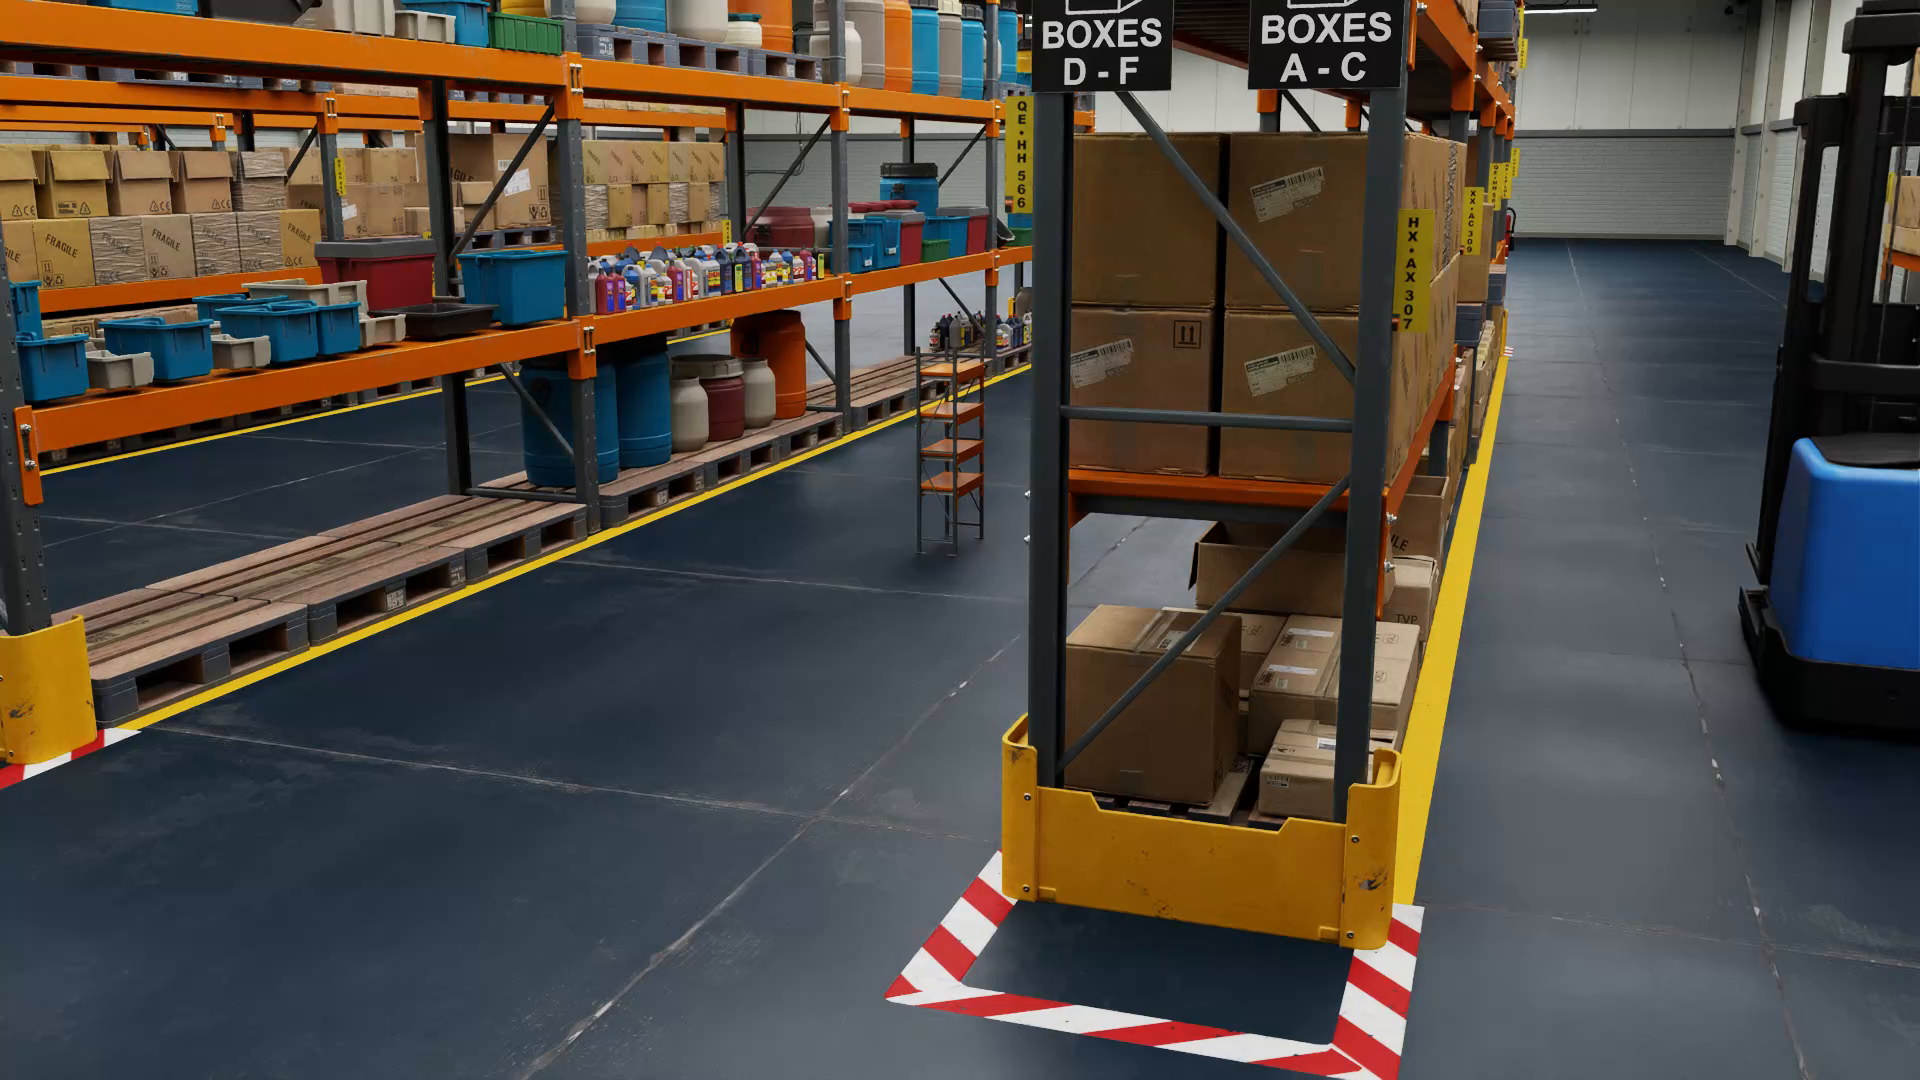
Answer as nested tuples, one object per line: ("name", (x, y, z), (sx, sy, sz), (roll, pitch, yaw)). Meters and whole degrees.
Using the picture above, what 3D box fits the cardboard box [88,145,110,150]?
("cardboard box", (-13.006, -5.585, 24.575), (0.700, 0.500, 0.500), (4, 14, 19))

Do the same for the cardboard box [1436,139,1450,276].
("cardboard box", (1.581, -1.270, 6.338), (0.500, 0.500, 0.500), (4, 14, 18))

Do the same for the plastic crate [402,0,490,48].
("plastic crate", (-2.688, -2.702, 8.721), (0.416, 0.233, 0.300), (4, 14, 18))

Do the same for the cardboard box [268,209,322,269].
("cardboard box", (-6.013, -2.662, 14.685), (0.500, 0.500, 0.500), (5, 14, 20))

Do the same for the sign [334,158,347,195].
("sign", (-5.561, -3.260, 14.929), (0.100, 0.325, 0.005), (4, 14, 18))

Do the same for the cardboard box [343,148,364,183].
("cardboard box", (-8.717, -5.091, 22.790), (0.875, 0.550, 0.550), (4, 14, 18))

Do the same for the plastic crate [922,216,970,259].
("plastic crate", (-0.169, -2.958, 16.243), (0.392, 0.384, 0.575), (4, 14, 18))

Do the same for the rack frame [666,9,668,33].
("rack frame", (-3.499, -7.344, 21.942), (1.000, 3.000, 0.127), (4, 14, 18))

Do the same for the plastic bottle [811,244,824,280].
("plastic bottle", (-1.128, -2.206, 13.172), (0.061, 0.283, 0.133), (4, 14, 18))

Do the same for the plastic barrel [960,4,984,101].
("plastic barrel", (-0.066, -4.805, 16.430), (0.600, 0.901, 0.708), (4, 14, 18))

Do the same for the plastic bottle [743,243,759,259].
("plastic bottle", (-1.703, -2.239, 13.336), (0.152, 0.276, 0.135), (4, 14, 18))

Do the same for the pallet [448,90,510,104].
("pallet", (-5.427, -4.607, 17.113), (1.213, 0.211, 1.003), (4, 14, 18))

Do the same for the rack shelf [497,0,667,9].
("rack shelf", (-4.146, -6.571, 20.177), (1.077, 0.370, 4.000), (4, 14, 18))

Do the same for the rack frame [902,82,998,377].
("rack frame", (-0.107, -3.221, 17.357), (1.000, 3.000, 0.127), (4, 14, 18))

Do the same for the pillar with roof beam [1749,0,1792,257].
("pillar with roof beam", (14.845, -11.428, 39.833), (9.100, 9.000, 0.548), (4, 14, 18))

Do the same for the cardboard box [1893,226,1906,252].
("cardboard box", (9.949, -3.096, 17.103), (0.500, 0.250, 0.500), (4, 13, 17))

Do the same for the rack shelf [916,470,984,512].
("rack shelf", (-0.054, -0.291, 9.761), (0.258, 0.148, 0.480), (4, 14, 18))

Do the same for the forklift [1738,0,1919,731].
("forklift", (4.289, -0.932, 7.484), (1.130, 2.935, 3.031), (5, 14, 20))

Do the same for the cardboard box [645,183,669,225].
("cardboard box", (-4.127, -4.179, 20.662), (0.875, 0.500, 0.500), (4, 14, 18))

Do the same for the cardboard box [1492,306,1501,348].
("cardboard box", (5.025, -2.168, 16.296), (0.500, 0.500, 0.500), (4, 14, 18))

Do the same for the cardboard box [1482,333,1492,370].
("cardboard box", (4.393, -1.680, 14.582), (0.500, 0.311, 0.500), (4, 14, 18))

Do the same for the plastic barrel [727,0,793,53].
("plastic barrel", (-1.587, -4.136, 12.716), (0.600, 0.830, 0.708), (4, 14, 18))

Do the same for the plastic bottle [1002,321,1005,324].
("plastic bottle", (0.480, -2.284, 18.397), (0.097, 0.271, 0.097), (0, 13, 0))

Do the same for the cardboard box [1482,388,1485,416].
("cardboard box", (4.056, -1.190, 13.696), (0.500, 0.250, 0.500), (4, 13, 17))

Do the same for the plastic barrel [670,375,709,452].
("plastic barrel", (-2.007, -0.903, 11.850), (0.421, 0.512, 0.421), (0, 13, 0))

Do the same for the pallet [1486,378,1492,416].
("pallet", (4.377, -1.346, 15.409), (1.003, 0.211, 1.213), (4, 14, 18))

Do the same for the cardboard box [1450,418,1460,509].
("cardboard box", (2.708, -0.477, 9.964), (0.500, 0.500, 0.500), (5, 14, 19))

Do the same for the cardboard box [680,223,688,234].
("cardboard box", (-3.725, -4.012, 21.389), (0.380, 0.149, 0.250), (4, 14, 18))

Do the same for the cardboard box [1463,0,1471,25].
("cardboard box", (1.913, -2.342, 7.104), (0.500, 0.250, 0.500), (4, 14, 18))

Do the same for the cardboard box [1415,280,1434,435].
("cardboard box", (1.416, -0.674, 5.976), (0.500, 0.500, 0.500), (4, 14, 18))

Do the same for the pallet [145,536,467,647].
("pallet", (-3.289, 0.239, 8.468), (1.003, 0.211, 1.213), (4, 14, 18))

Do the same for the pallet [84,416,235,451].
("pallet", (-6.810, -0.959, 13.715), (1.003, 0.211, 1.213), (4, 14, 18))

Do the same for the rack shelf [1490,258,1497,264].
("rack shelf", (3.932, -2.091, 14.026), (1.077, 0.370, 4.000), (4, 14, 18))

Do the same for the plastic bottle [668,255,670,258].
("plastic bottle", (-2.209, -2.031, 12.433), (0.097, 0.271, 0.097), (0, 13, 0))

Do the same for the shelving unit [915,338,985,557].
("shelving unit", (-0.054, -0.550, 9.702), (0.258, 1.200, 0.503), (4, 14, 18))

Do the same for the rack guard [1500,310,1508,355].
("rack guard", (5.881, -2.492, 19.781), (1.175, 0.500, 0.348), (4, 14, 18))

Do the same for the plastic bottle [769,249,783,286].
("plastic bottle", (-1.383, -2.046, 12.501), (0.097, 0.271, 0.097), (0, 13, 0))

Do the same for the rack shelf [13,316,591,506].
("rack shelf", (-3.342, -0.764, 8.212), (1.077, 0.370, 4.000), (4, 14, 18))

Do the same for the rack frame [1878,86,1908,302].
("rack frame", (10.562, -3.349, 17.922), (1.000, 3.000, 0.127), (4, 14, 18))

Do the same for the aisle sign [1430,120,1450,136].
("aisle sign", (5.605, -5.009, 19.349), (0.394, 0.787, 0.004), (4, 14, 18))

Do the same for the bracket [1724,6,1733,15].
("bracket", (21.425, -14.748, 46.291), (0.235, 0.232, 0.430), (4, 14, 18))

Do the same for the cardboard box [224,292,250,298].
("cardboard box", (-6.331, -1.760, 14.789), (1.225, 0.875, 0.875), (4, 13, 16))

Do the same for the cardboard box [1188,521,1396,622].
("cardboard box", (1.387, 0.220, 6.905), (0.797, 0.503, 0.637), (4, 14, 18))

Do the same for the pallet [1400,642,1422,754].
("pallet", (1.374, 0.583, 6.959), (1.003, 0.211, 1.213), (4, 14, 18))

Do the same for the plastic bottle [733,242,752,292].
("plastic bottle", (-1.589, -1.967, 11.977), (0.144, 0.351, 0.185), (4, 14, 18))

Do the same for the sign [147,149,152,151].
("sign", (-12.357, -5.807, 25.378), (0.100, 0.325, 0.005), (4, 14, 18))

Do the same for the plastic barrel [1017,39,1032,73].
("plastic barrel", (0.939, -5.572, 19.554), (0.600, 0.588, 0.600), (0, 13, 0))

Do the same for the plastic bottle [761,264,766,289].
("plastic bottle", (-1.478, -1.951, 12.239), (0.097, 0.201, 0.097), (0, 13, 0))

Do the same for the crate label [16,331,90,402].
("crate label", (-3.598, -0.670, 6.423), (0.416, 0.233, 0.303), (4, 14, 18))

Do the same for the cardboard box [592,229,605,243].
("cardboard box", (-4.346, -3.530, 19.277), (0.380, 0.149, 0.250), (4, 14, 18))

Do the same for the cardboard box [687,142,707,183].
("cardboard box", (-3.600, -4.861, 21.405), (0.500, 0.500, 0.500), (4, 14, 18))

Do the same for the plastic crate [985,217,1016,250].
("plastic crate", (0.183, -3.291, 17.807), (0.767, 0.338, 0.504), (4, 14, 18))

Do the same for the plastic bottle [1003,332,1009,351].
("plastic bottle", (0.477, -2.149, 17.963), (0.097, 0.201, 0.097), (0, 13, 0))

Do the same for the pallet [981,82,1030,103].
("pallet", (0.034, -4.750, 17.741), (1.213, 0.211, 1.003), (4, 14, 18))

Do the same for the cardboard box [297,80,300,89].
("cardboard box", (-6.166, -4.242, 15.428), (0.500, 0.250, 0.500), (4, 14, 19))
